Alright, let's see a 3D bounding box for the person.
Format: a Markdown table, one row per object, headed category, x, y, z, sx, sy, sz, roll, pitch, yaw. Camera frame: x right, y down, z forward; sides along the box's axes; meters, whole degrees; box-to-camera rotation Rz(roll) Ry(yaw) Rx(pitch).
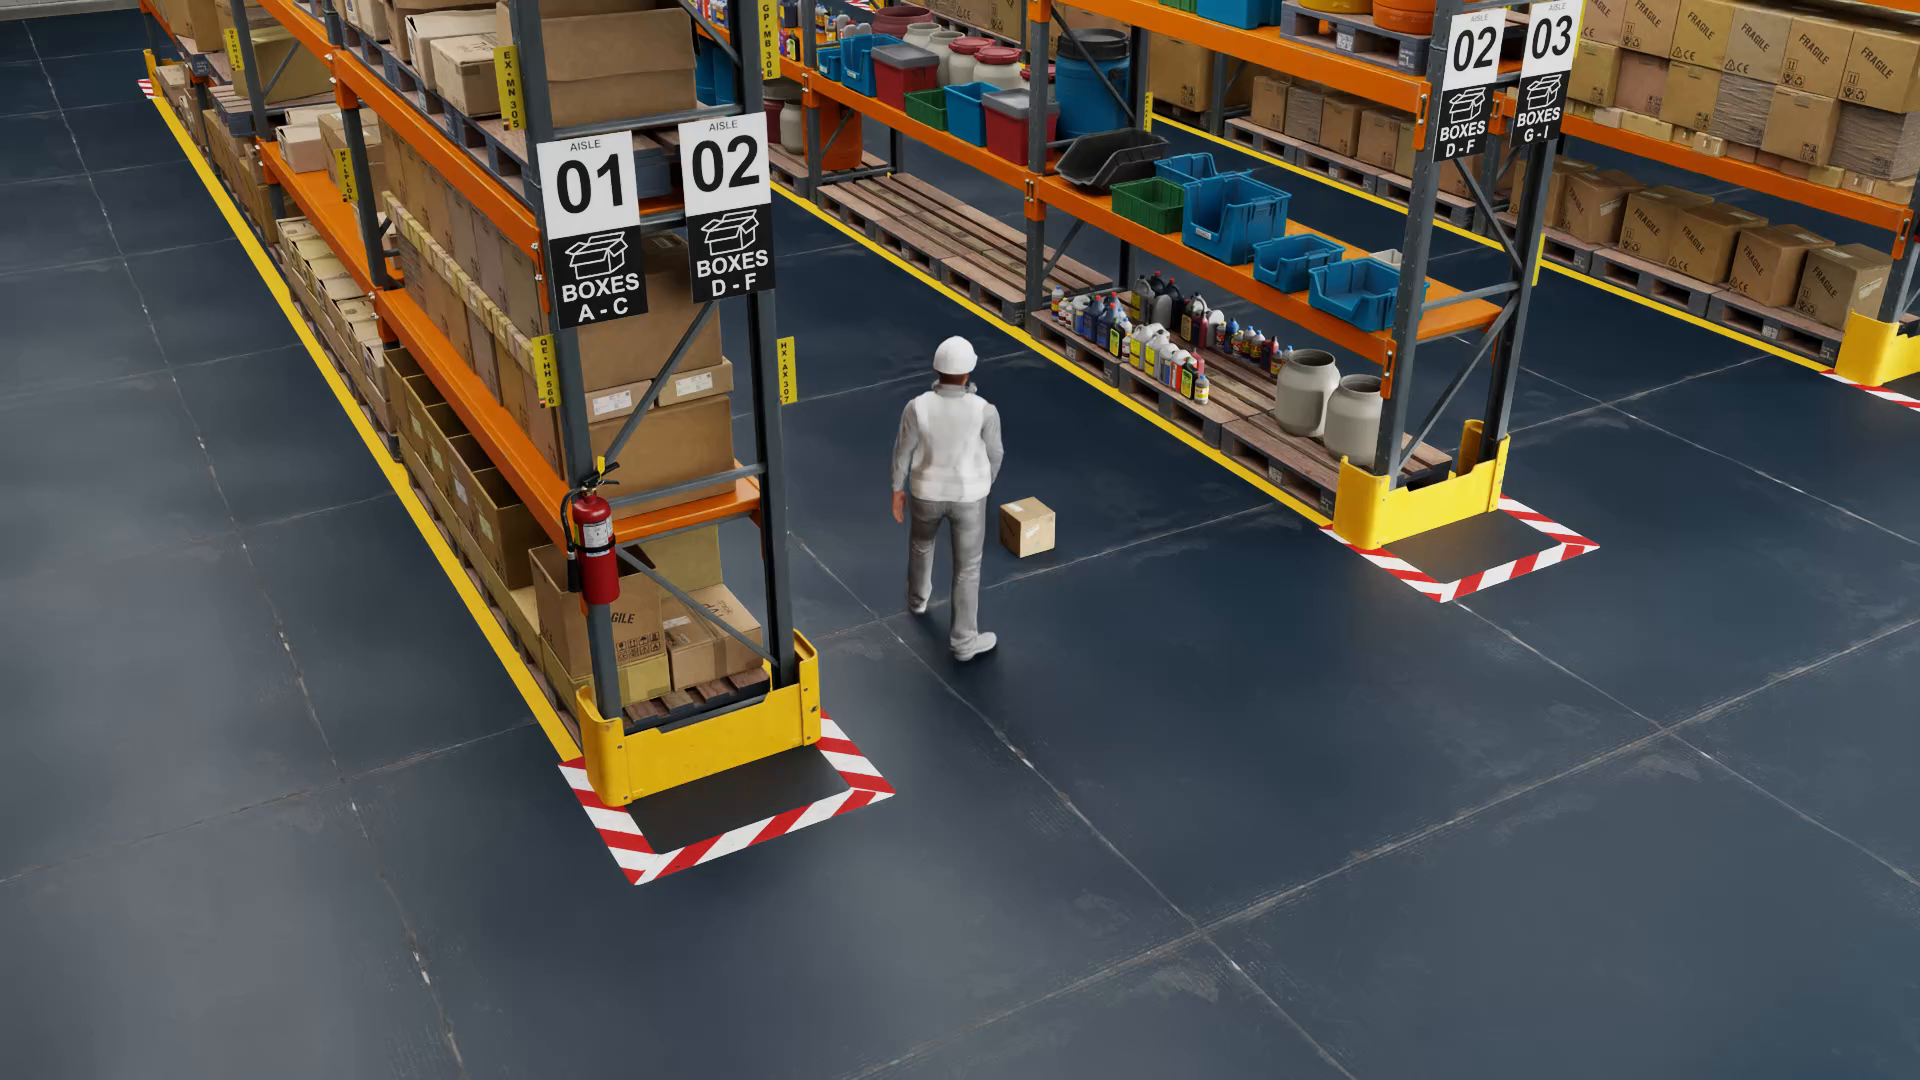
| category | x | y | z | sx | sy | sz | roll | pitch | yaw |
| --- | --- | --- | --- | --- | --- | --- | --- | --- | --- |
| person | -0.074 | -0.268 | 9.056 | 0.621 | 1.737 | 0.777 | 5 | 29 | 9 |
